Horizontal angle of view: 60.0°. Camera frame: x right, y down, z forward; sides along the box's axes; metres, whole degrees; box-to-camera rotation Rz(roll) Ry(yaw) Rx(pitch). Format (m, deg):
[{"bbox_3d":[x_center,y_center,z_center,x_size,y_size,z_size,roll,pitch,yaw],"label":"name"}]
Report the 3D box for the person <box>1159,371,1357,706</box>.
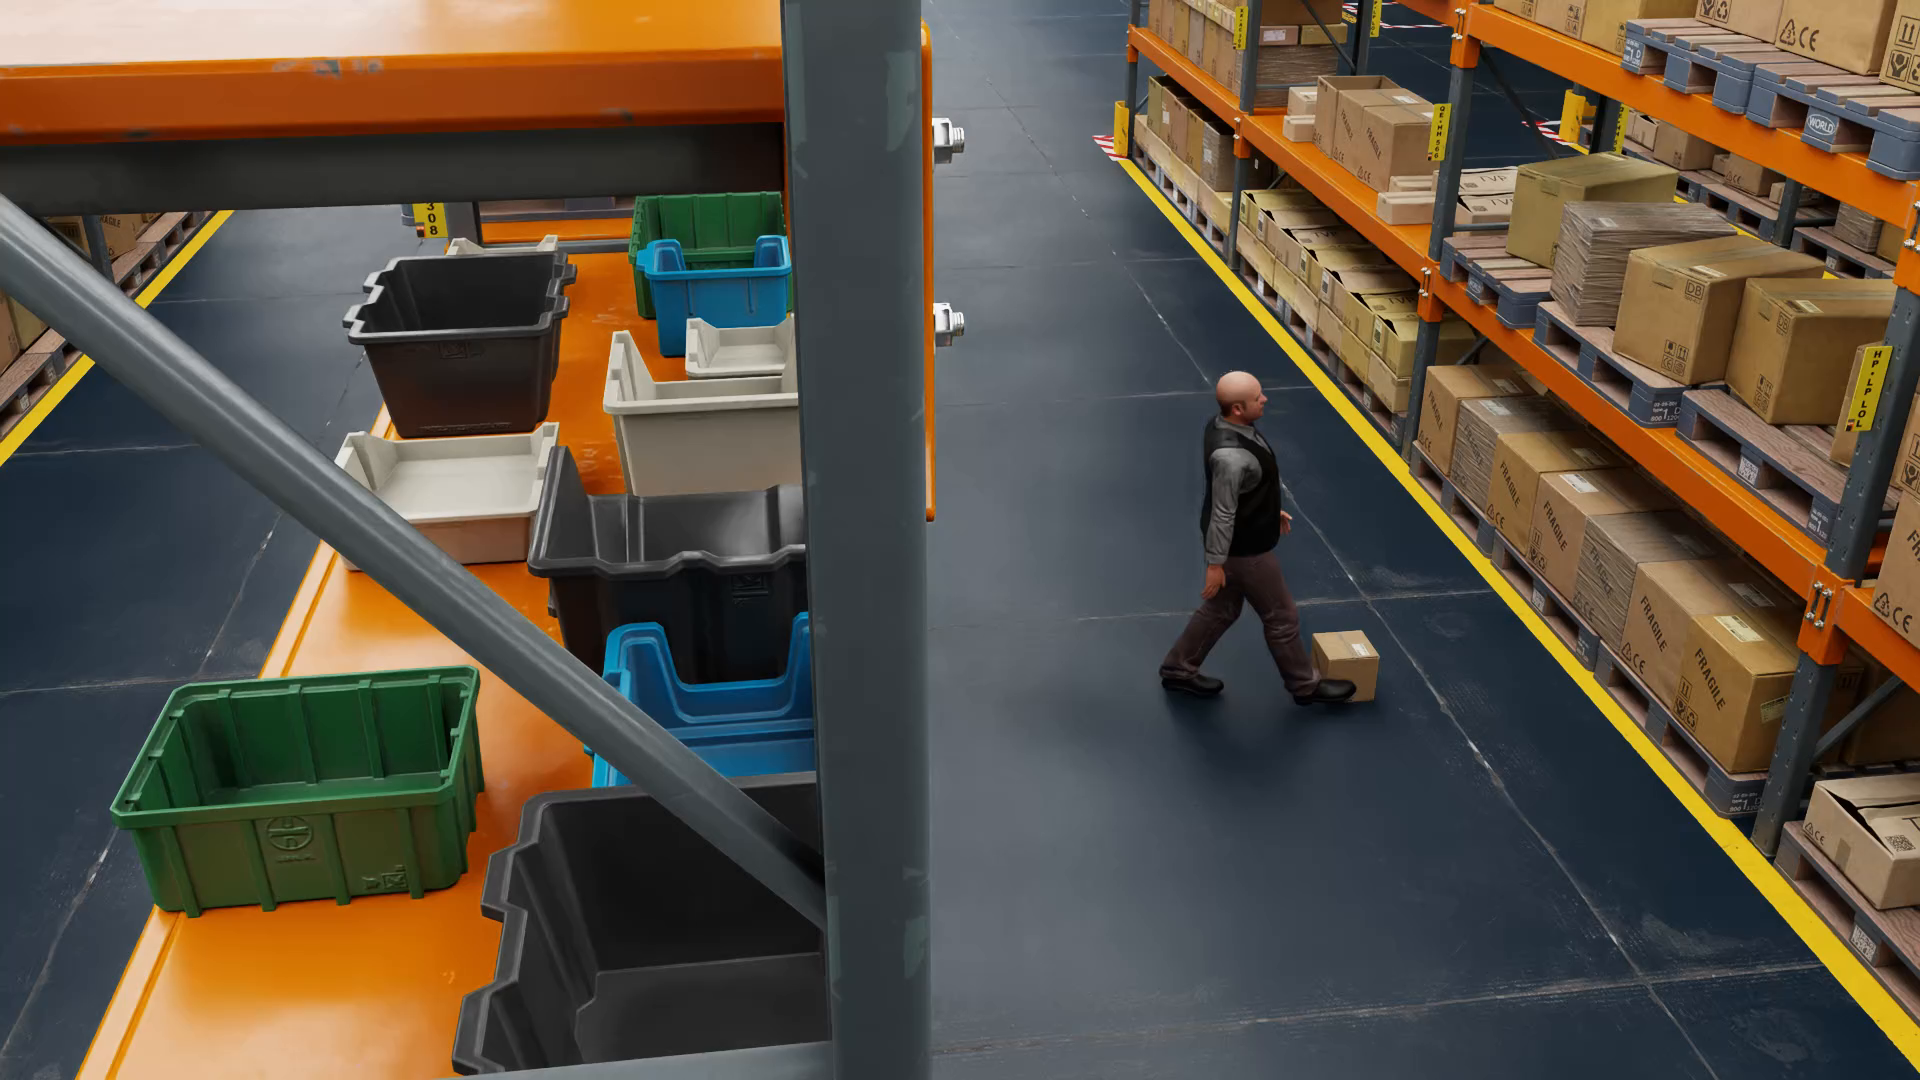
[{"bbox_3d":[1.423,-0.001,7.668,0.925,1.679,0.585,0,27,0],"label":"person"}]
